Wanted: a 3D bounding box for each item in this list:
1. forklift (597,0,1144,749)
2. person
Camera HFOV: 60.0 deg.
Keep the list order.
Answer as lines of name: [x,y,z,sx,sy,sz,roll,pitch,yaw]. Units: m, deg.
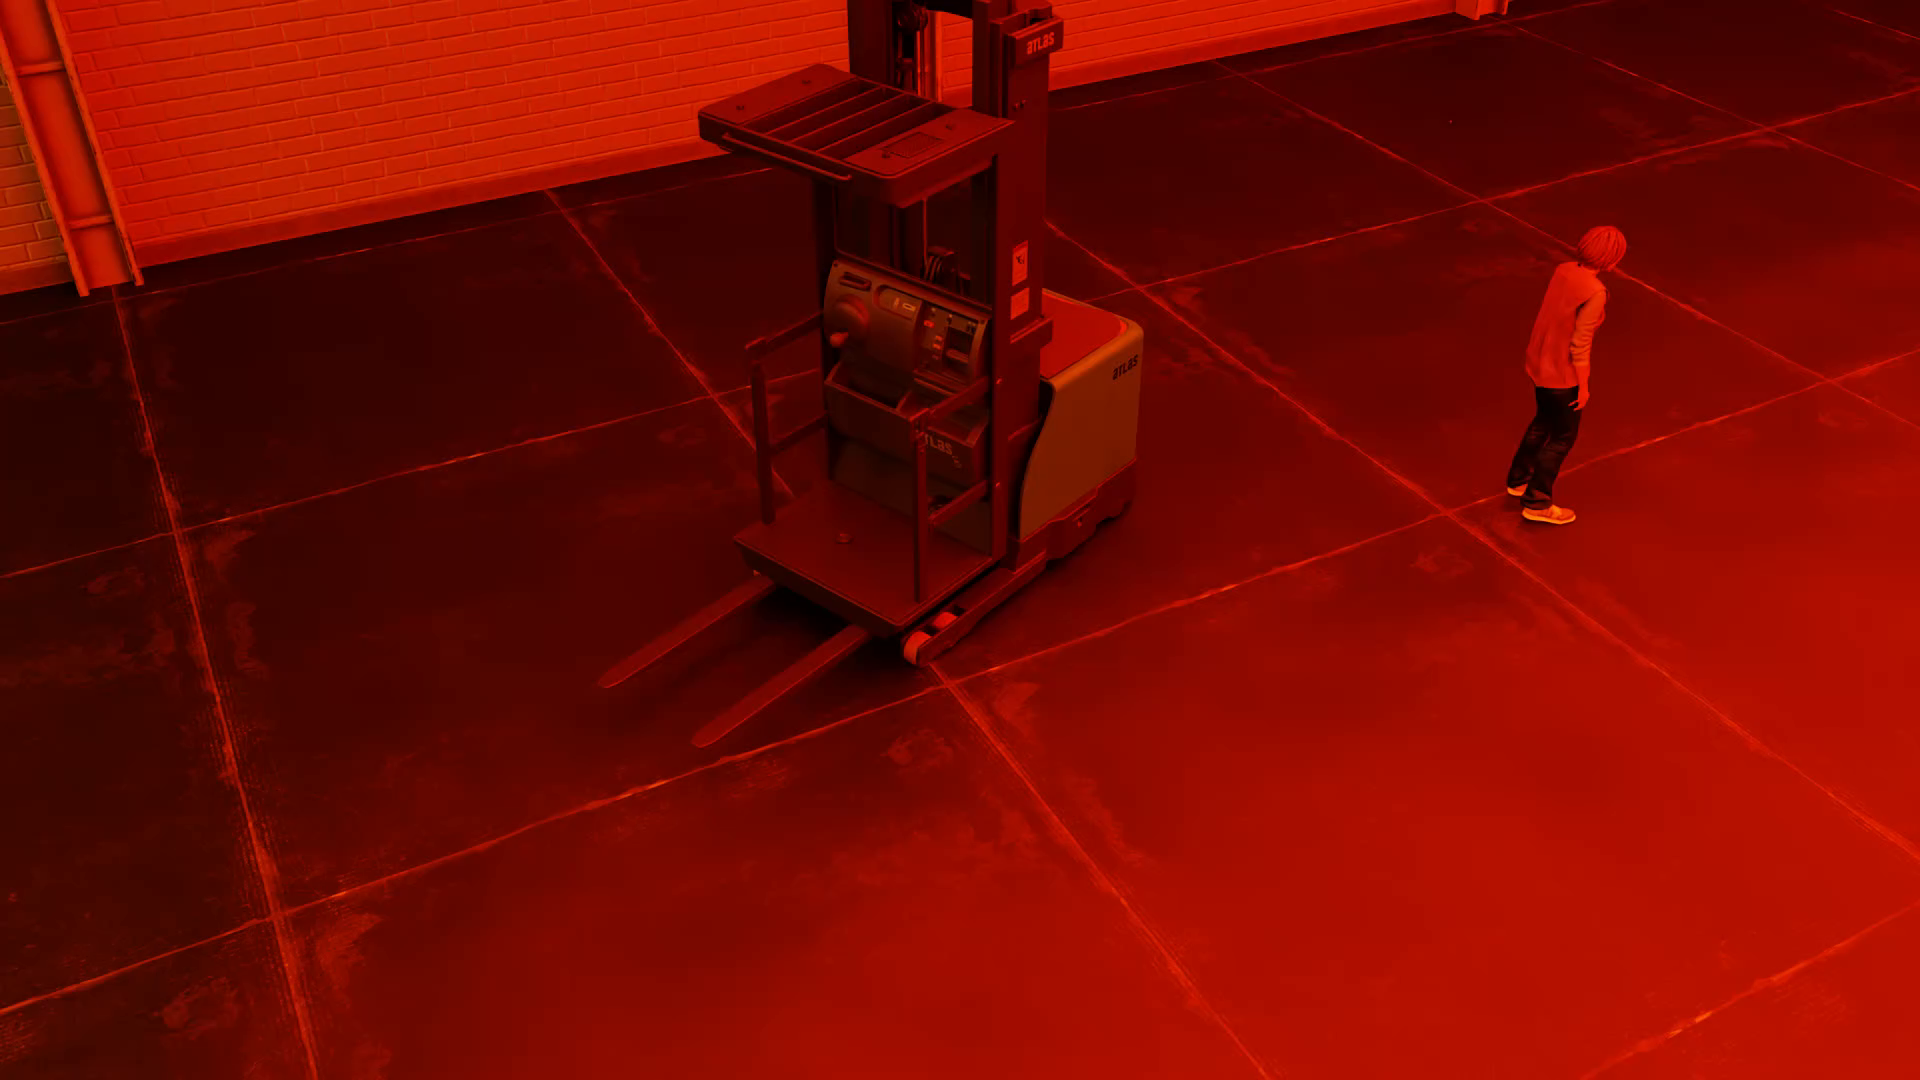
forklift: [-0.390,-0.927,7.434,1.130,2.935,3.031,26,43,31]
person: [3.069,-0.850,8.489,0.345,1.591,0.459,-4,35,-5]
